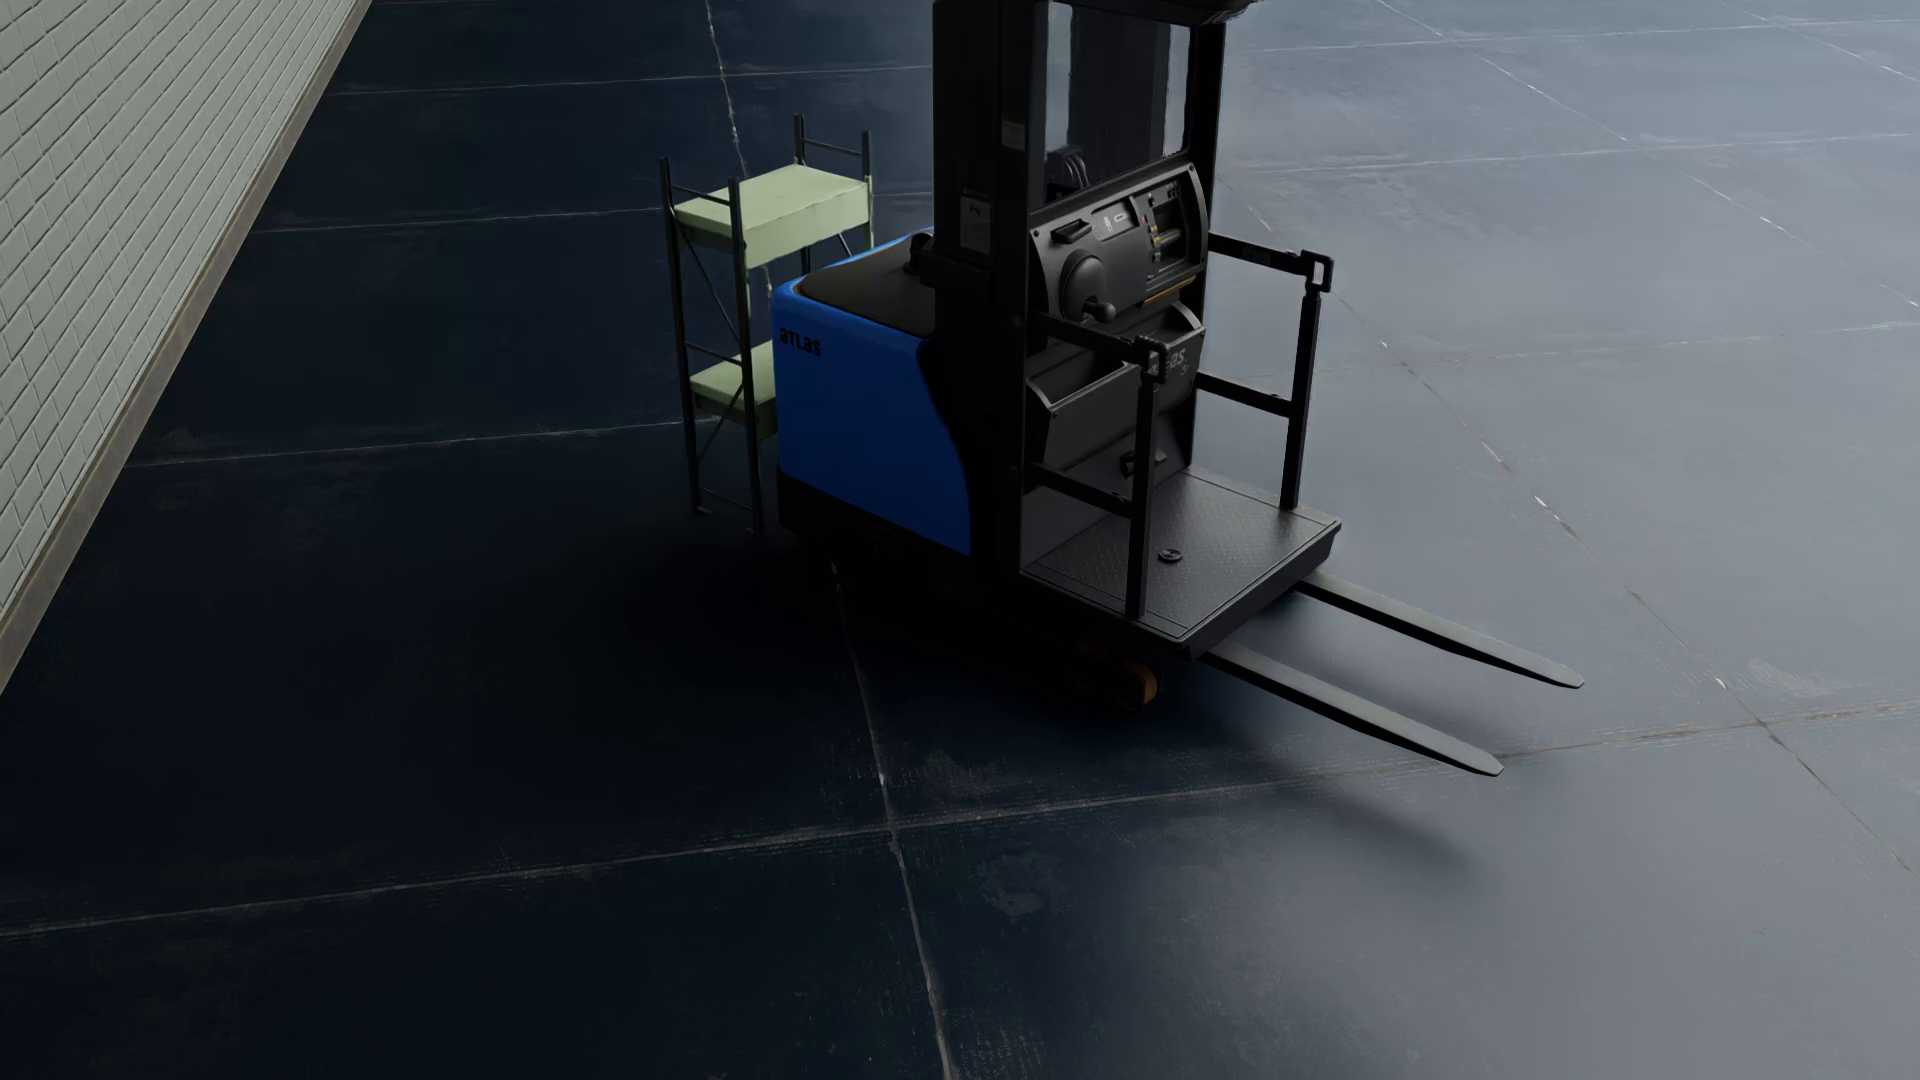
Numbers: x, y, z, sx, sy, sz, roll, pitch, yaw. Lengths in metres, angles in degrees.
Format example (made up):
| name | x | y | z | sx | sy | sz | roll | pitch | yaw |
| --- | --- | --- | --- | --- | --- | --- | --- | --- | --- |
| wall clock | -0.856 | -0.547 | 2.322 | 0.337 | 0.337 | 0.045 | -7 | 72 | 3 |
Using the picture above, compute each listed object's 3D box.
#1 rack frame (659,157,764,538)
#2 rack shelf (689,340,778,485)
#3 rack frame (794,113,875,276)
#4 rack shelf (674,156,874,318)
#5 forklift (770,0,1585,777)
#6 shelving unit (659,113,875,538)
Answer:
| name | x | y | z | sx | sy | sz | roll | pitch | yaw |
| --- | --- | --- | --- | --- | --- | --- | --- | --- | --- |
| rack frame | -0.963 | -0.723 | 6.499 | 0.400 | 1.500 | 0.023 | 22 | 37 | 33 |
| rack shelf | -0.735 | -0.587 | 6.911 | 0.431 | 0.370 | 0.720 | 22 | 37 | 33 |
| rack frame | -0.508 | -1.014 | 6.993 | 0.400 | 1.500 | 0.023 | 22 | 37 | 33 |
| rack shelf | -0.736 | -1.205 | 6.549 | 0.431 | 0.370 | 0.720 | 22 | 37 | 33 |
| forklift | 0.712 | -0.979 | 5.524 | 3.031 | 2.935 | 1.130 | 24 | 38 | 34 |
| shelving unit | -0.736 | -0.868 | 6.746 | 0.431 | 1.500 | 0.755 | 22 | 37 | 33 |
